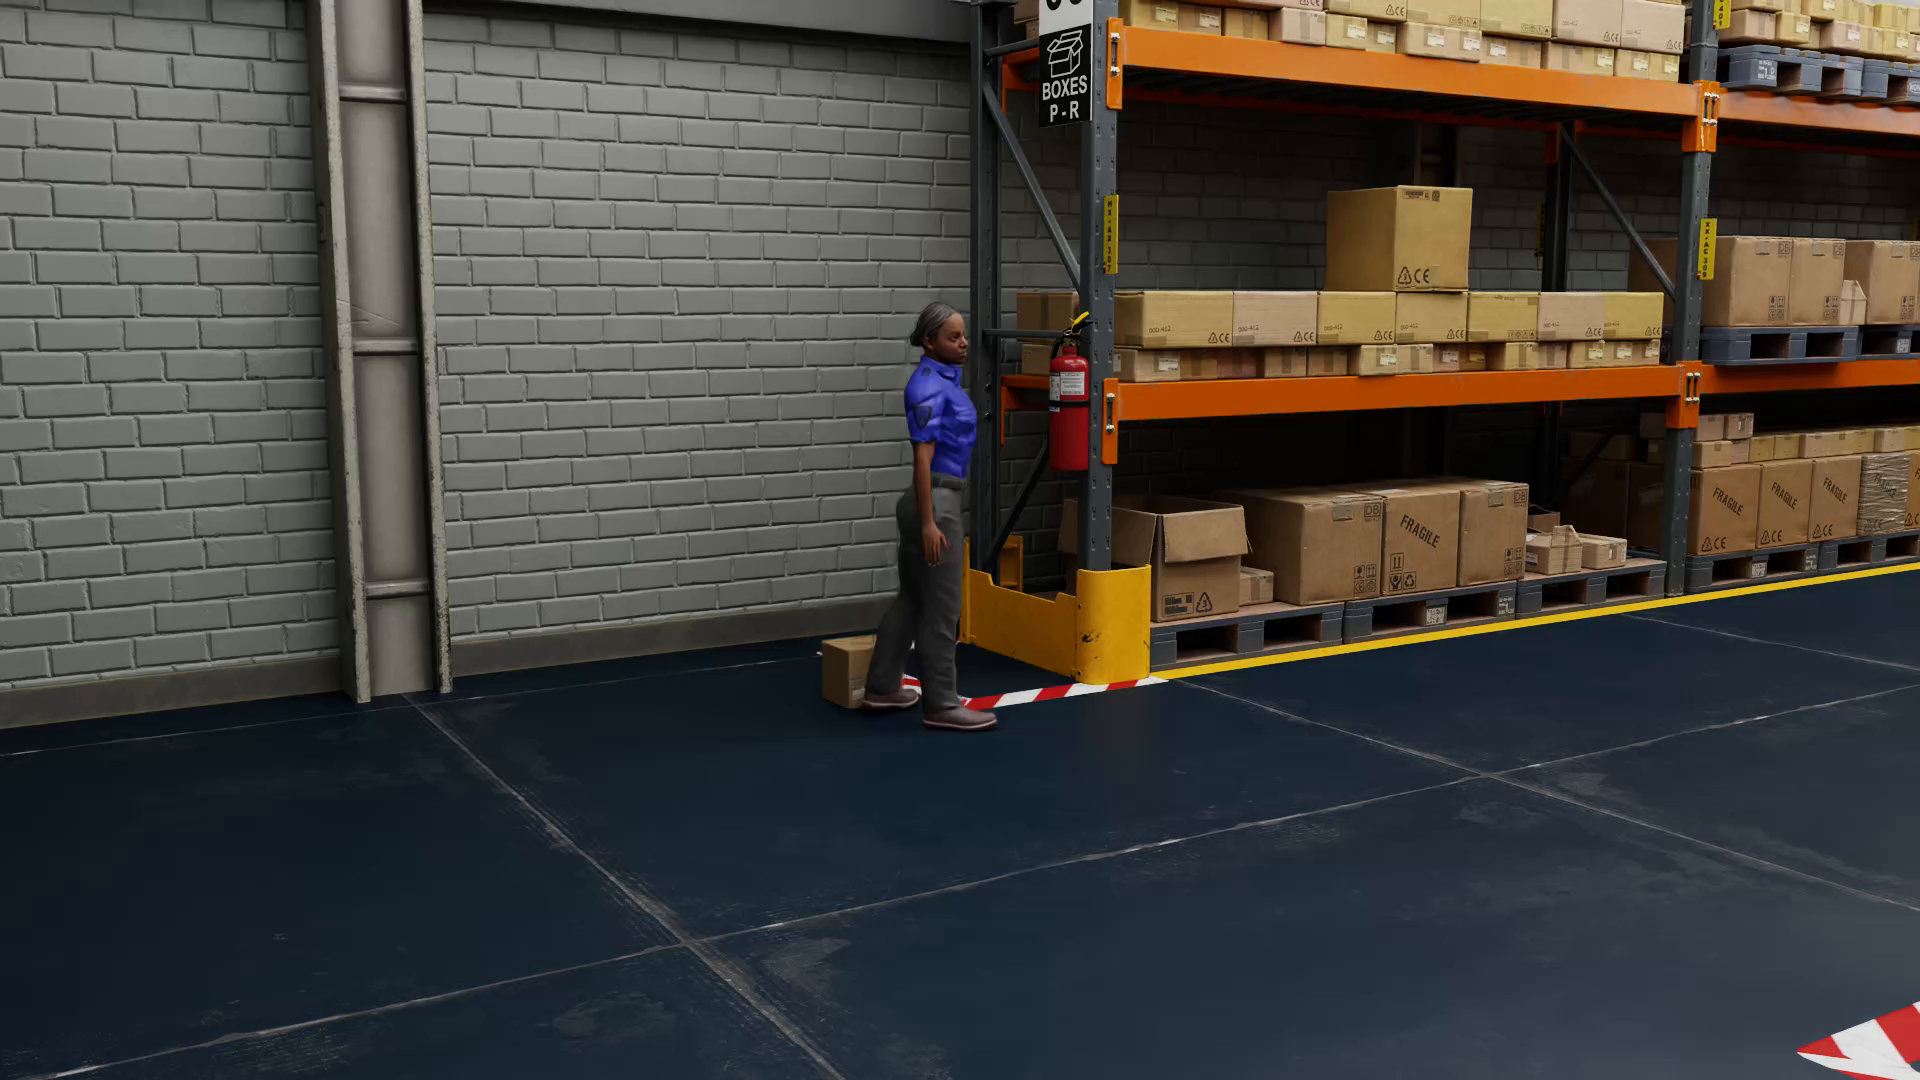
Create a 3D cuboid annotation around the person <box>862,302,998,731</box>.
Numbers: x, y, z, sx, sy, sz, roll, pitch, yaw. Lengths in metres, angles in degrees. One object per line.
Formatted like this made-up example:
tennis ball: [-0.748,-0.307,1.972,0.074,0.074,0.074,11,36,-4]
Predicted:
person: [-0.123,-0.096,6.483,0.555,1.651,0.583,1,8,4]
